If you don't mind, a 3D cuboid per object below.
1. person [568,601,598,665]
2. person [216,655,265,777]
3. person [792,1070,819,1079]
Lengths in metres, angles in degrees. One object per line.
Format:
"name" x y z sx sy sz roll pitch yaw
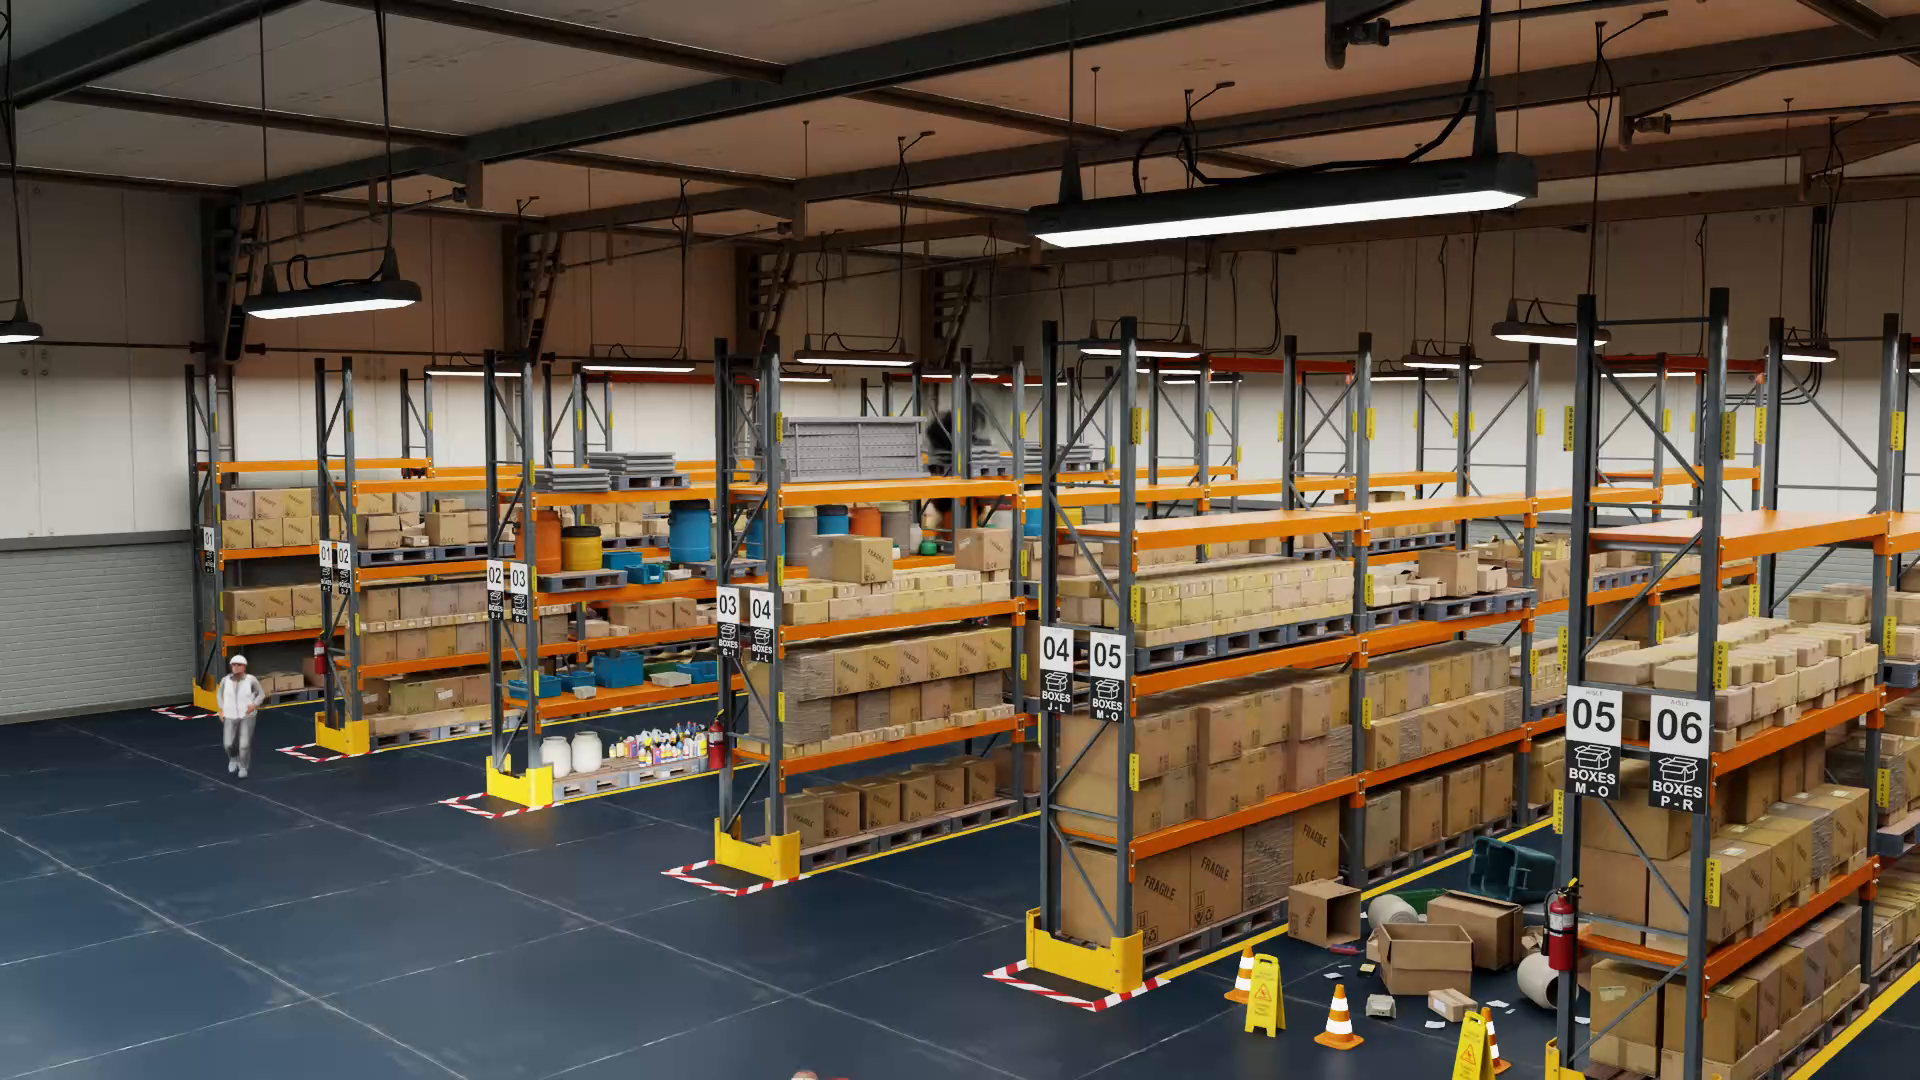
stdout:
"person" -7.004 1.902 31.167 0.691 1.763 0.799 3 6 38
"person" -10.191 2.495 23.536 0.672 1.739 0.569 -1 5 -14
"person" -0.828 3.636 8.864 0.686 1.731 1.012 0 4 -1
